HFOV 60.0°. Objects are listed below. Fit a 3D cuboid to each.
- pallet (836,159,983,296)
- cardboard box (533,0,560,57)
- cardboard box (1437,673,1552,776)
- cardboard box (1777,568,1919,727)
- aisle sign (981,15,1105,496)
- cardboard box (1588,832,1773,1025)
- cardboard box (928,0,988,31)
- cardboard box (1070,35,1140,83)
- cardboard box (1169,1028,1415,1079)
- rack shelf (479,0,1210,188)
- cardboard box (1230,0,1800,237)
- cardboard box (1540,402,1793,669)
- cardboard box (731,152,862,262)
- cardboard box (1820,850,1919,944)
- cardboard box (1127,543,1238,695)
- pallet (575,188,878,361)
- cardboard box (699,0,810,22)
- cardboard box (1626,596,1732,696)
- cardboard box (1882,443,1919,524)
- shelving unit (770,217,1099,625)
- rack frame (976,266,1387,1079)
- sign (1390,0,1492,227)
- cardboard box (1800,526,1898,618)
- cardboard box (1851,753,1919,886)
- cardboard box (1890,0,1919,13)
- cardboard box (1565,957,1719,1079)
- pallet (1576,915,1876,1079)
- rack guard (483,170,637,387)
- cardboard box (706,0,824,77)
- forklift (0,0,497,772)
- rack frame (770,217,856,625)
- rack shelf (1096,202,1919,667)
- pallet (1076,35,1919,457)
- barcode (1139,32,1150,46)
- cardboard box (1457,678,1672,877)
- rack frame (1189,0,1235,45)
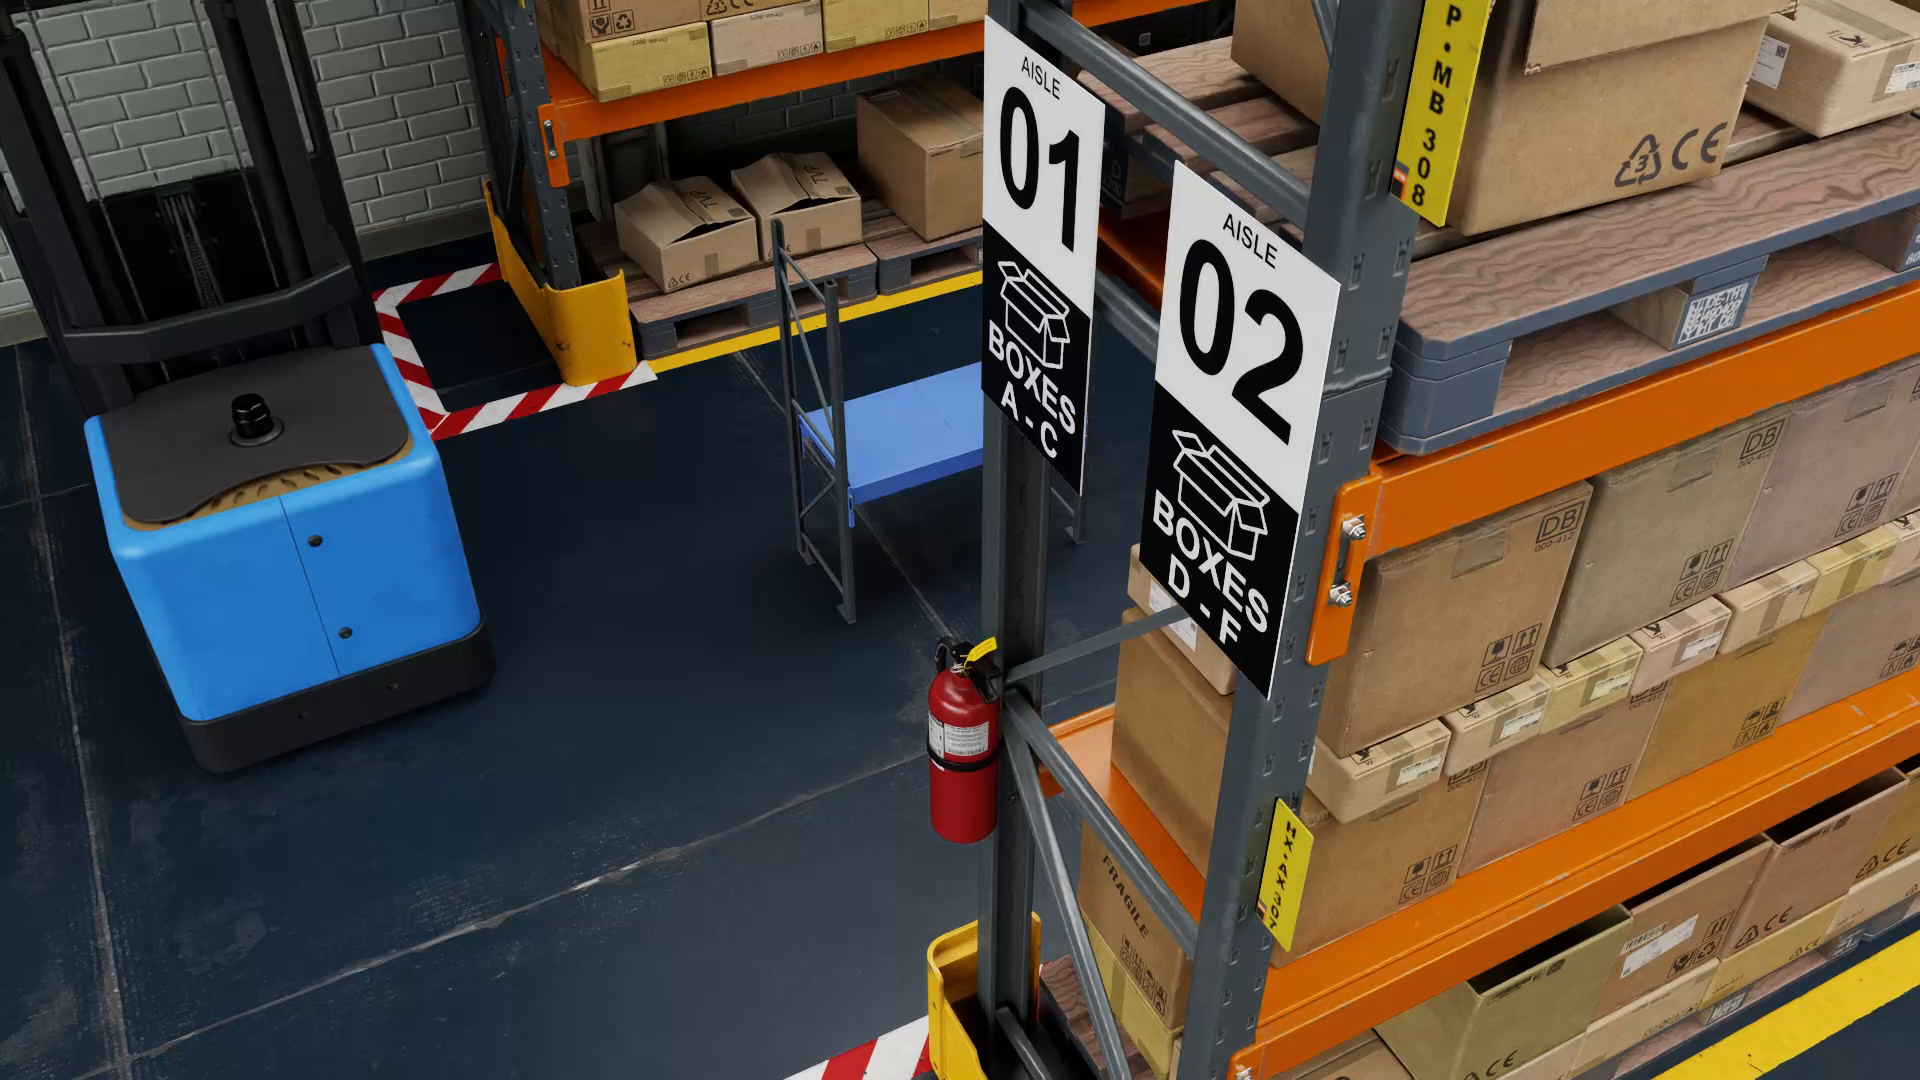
[{"bbox_3d":[-0.077,-1.734,8.635,1.213,0.211,1.003,-19,44,-21],"label":"pallet"},{"bbox_3d":[-1.637,-2.393,7.356,0.500,0.250,0.500,-18,43,-20],"label":"cardboard box"},{"bbox_3d":[1.010,0.286,3.512,0.250,0.149,0.380,-20,44,-22],"label":"cardboard box"},{"bbox_3d":[2.121,0.012,4.337,0.500,0.500,0.700,-17,43,-19],"label":"cardboard box"},{"bbox_3d":[0.136,-0.496,3.002,0.004,0.787,0.394,-19,44,-21],"label":"aisle sign"},{"bbox_3d":[1.788,0.909,4.577,0.500,0.500,0.500,-19,44,-21],"label":"cardboard box"},{"bbox_3d":[-0.025,-2.568,7.562,0.500,0.250,0.500,-18,44,-20],"label":"cardboard box"},{"bbox_3d":[0.684,-2.267,8.701,0.500,0.500,0.500,-22,45,-24],"label":"cardboard box"},{"bbox_3d":[0.908,1.502,4.457,0.500,0.250,0.500,-19,44,-21],"label":"cardboard box"},{"bbox_3d":[-0.188,-2.514,7.956,4.000,0.370,1.077,-19,44,-21],"label":"rack shelf"},{"bbox_3d":[0.841,-0.922,2.682,0.637,0.503,0.797,-16,43,-18],"label":"cardboard box"},{"bbox_3d":[1.260,-0.196,3.578,0.500,0.500,0.700,-20,44,-22],"label":"cardboard box"},{"bbox_3d":[-0.801,-1.659,8.129,0.500,0.311,0.500,-15,43,-17],"label":"cardboard box"},{"bbox_3d":[2.682,0.906,5.162,0.500,0.250,0.500,-19,44,-21],"label":"cardboard box"},{"bbox_3d":[0.580,0.136,3.688,0.250,0.149,0.380,-19,44,-21],"label":"cardboard box"},{"bbox_3d":[-1.158,-1.373,8.208,1.213,0.211,1.003,-19,44,-21],"label":"pallet"},{"bbox_3d":[-0.957,-2.541,6.950,0.500,0.500,0.500,-18,44,-21],"label":"cardboard box"},{"bbox_3d":[1.457,0.138,3.686,0.250,0.149,0.380,-19,44,-21],"label":"cardboard box"},{"bbox_3d":[2.151,-0.496,3.933,0.500,0.500,0.700,-19,44,-21],"label":"cardboard box"},{"bbox_3d":[-0.076,-0.547,6.235,1.048,1.500,0.538,-19,44,-21],"label":"shelving unit"},{"bbox_3d":[0.330,0.645,3.666,0.127,3.000,1.000,-19,44,-21],"label":"rack frame"},{"bbox_3d":[0.581,-0.544,2.011,0.005,0.325,0.100,-19,44,-21],"label":"sign"},{"bbox_3d":[1.918,-0.020,3.872,0.250,0.149,0.380,-19,44,-21],"label":"cardboard box"},{"bbox_3d":[2.676,0.612,4.928,0.500,0.500,0.500,-19,44,-21],"label":"cardboard box"},{"bbox_3d":[1.929,-1.090,2.884,0.500,0.500,0.500,-19,44,-21],"label":"cardboard box"},{"bbox_3d":[1.793,1.202,4.812,0.500,0.250,0.500,-19,44,-21],"label":"cardboard box"},{"bbox_3d":[2.069,1.096,5.292,1.213,0.211,1.003,-19,44,-21],"label":"pallet"},{"bbox_3d":[-1.895,-1.261,7.852,0.348,0.500,1.175,-19,44,-21],"label":"rack guard"},{"bbox_3d":[-0.929,-2.269,7.210,0.500,0.250,0.500,-20,44,-22],"label":"cardboard box"},{"bbox_3d":[-2.830,-1.266,5.977,1.130,2.935,3.031,-19,44,-21],"label":"forklift"},{"bbox_3d":[-0.527,-0.395,6.056,0.032,1.500,0.500,-19,44,-21],"label":"rack frame"},{"bbox_3d":[2.103,-0.822,3.634,4.000,0.370,1.077,-19,44,-21],"label":"rack shelf"},{"bbox_3d":[0.969,-0.662,2.957,1.213,0.211,1.003,-19,44,-21],"label":"pallet"},{"bbox_3d":[0.996,-2.698,8.962,0.075,0.075,0.001,-19,44,-21],"label":"barcode"},{"bbox_3d":[1.213,0.316,3.978,0.500,0.500,0.700,-17,43,-20],"label":"cardboard box"},{"bbox_3d":[1.586,-3.386,8.428,0.127,3.000,1.000,-19,44,-21],"label":"rack frame"}]
